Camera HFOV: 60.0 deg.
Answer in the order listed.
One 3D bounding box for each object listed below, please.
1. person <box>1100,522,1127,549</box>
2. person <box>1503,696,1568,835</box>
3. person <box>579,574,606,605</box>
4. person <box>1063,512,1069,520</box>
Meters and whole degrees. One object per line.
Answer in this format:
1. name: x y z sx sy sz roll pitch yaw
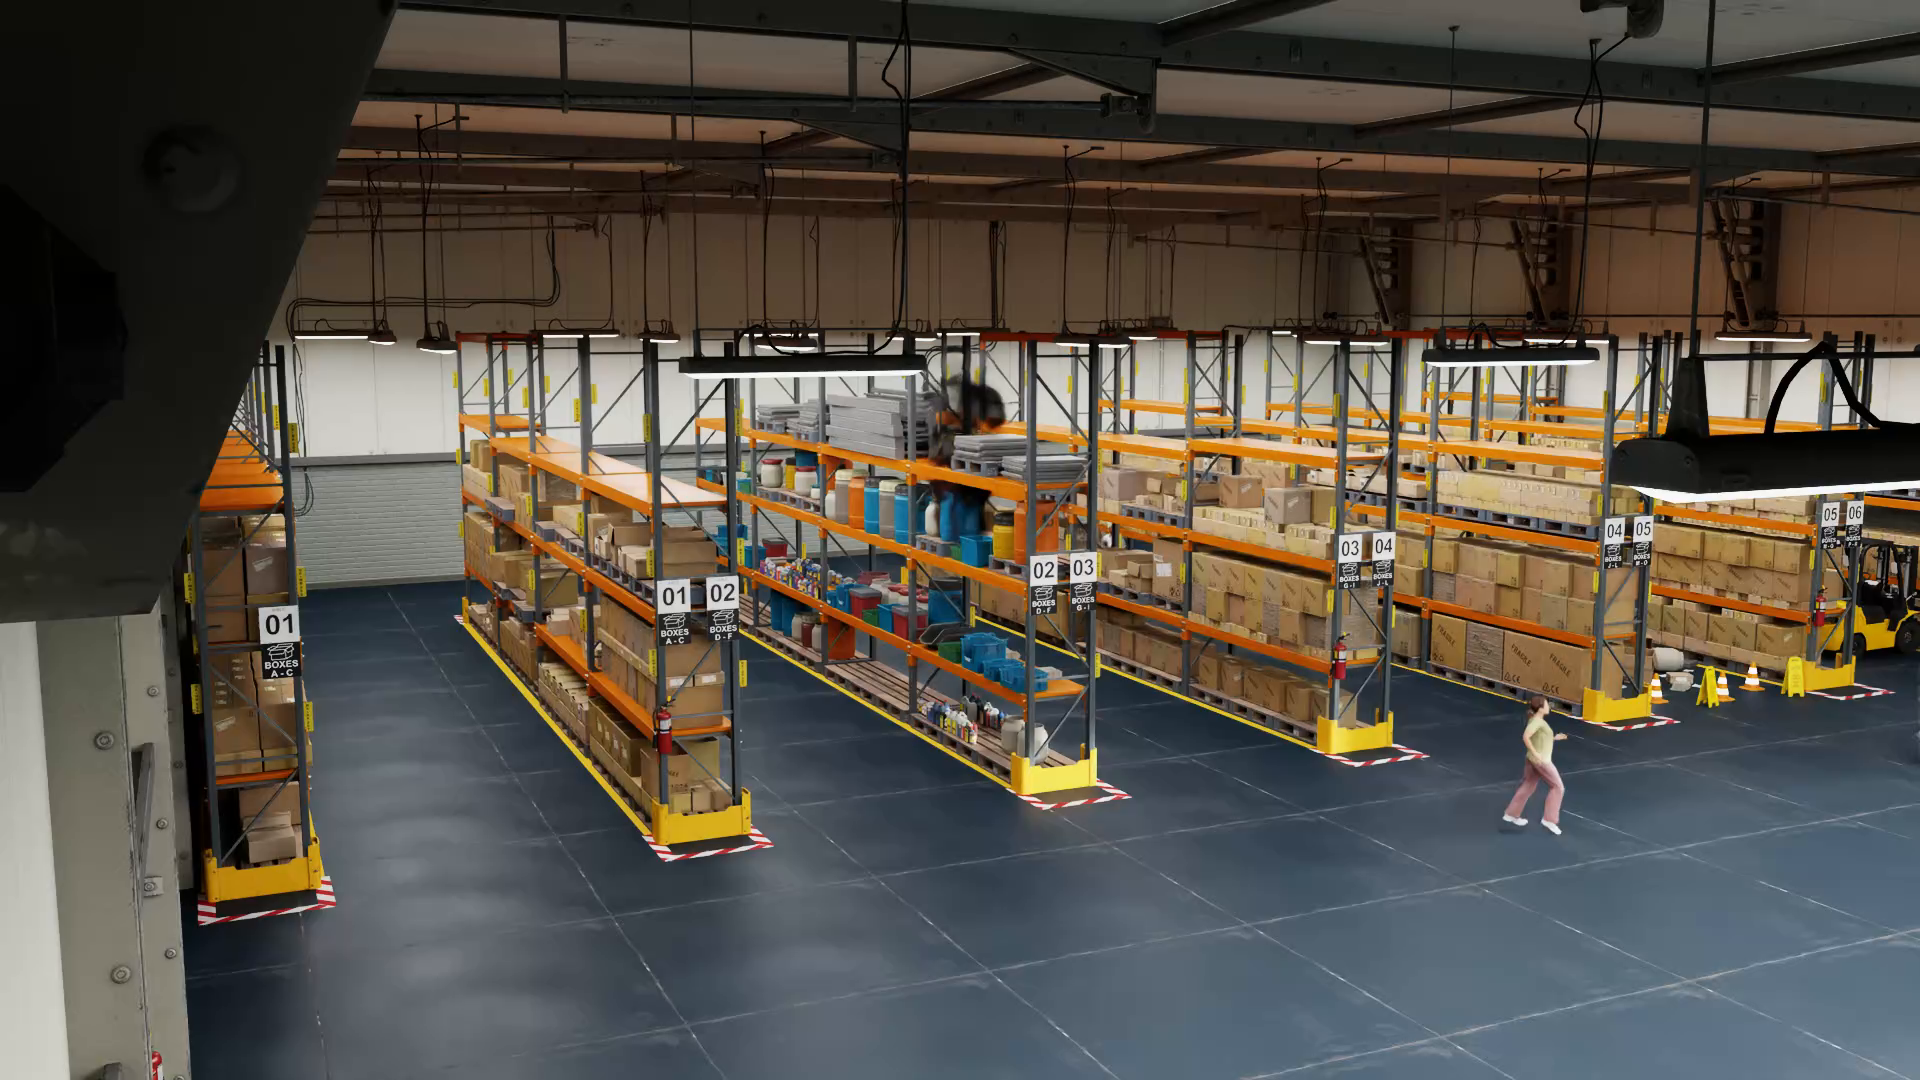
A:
1. person: 3.409 0.453 37.277 0.667 1.776 0.711 -3 8 -19
2. person: 7.078 2.760 20.427 0.737 1.725 0.544 0 8 1
3. person: -7.531 0.865 34.321 0.705 1.727 0.651 -5 9 -31
4. person: 2.479 0.069 39.414 0.698 1.660 0.927 -1 8 -7
